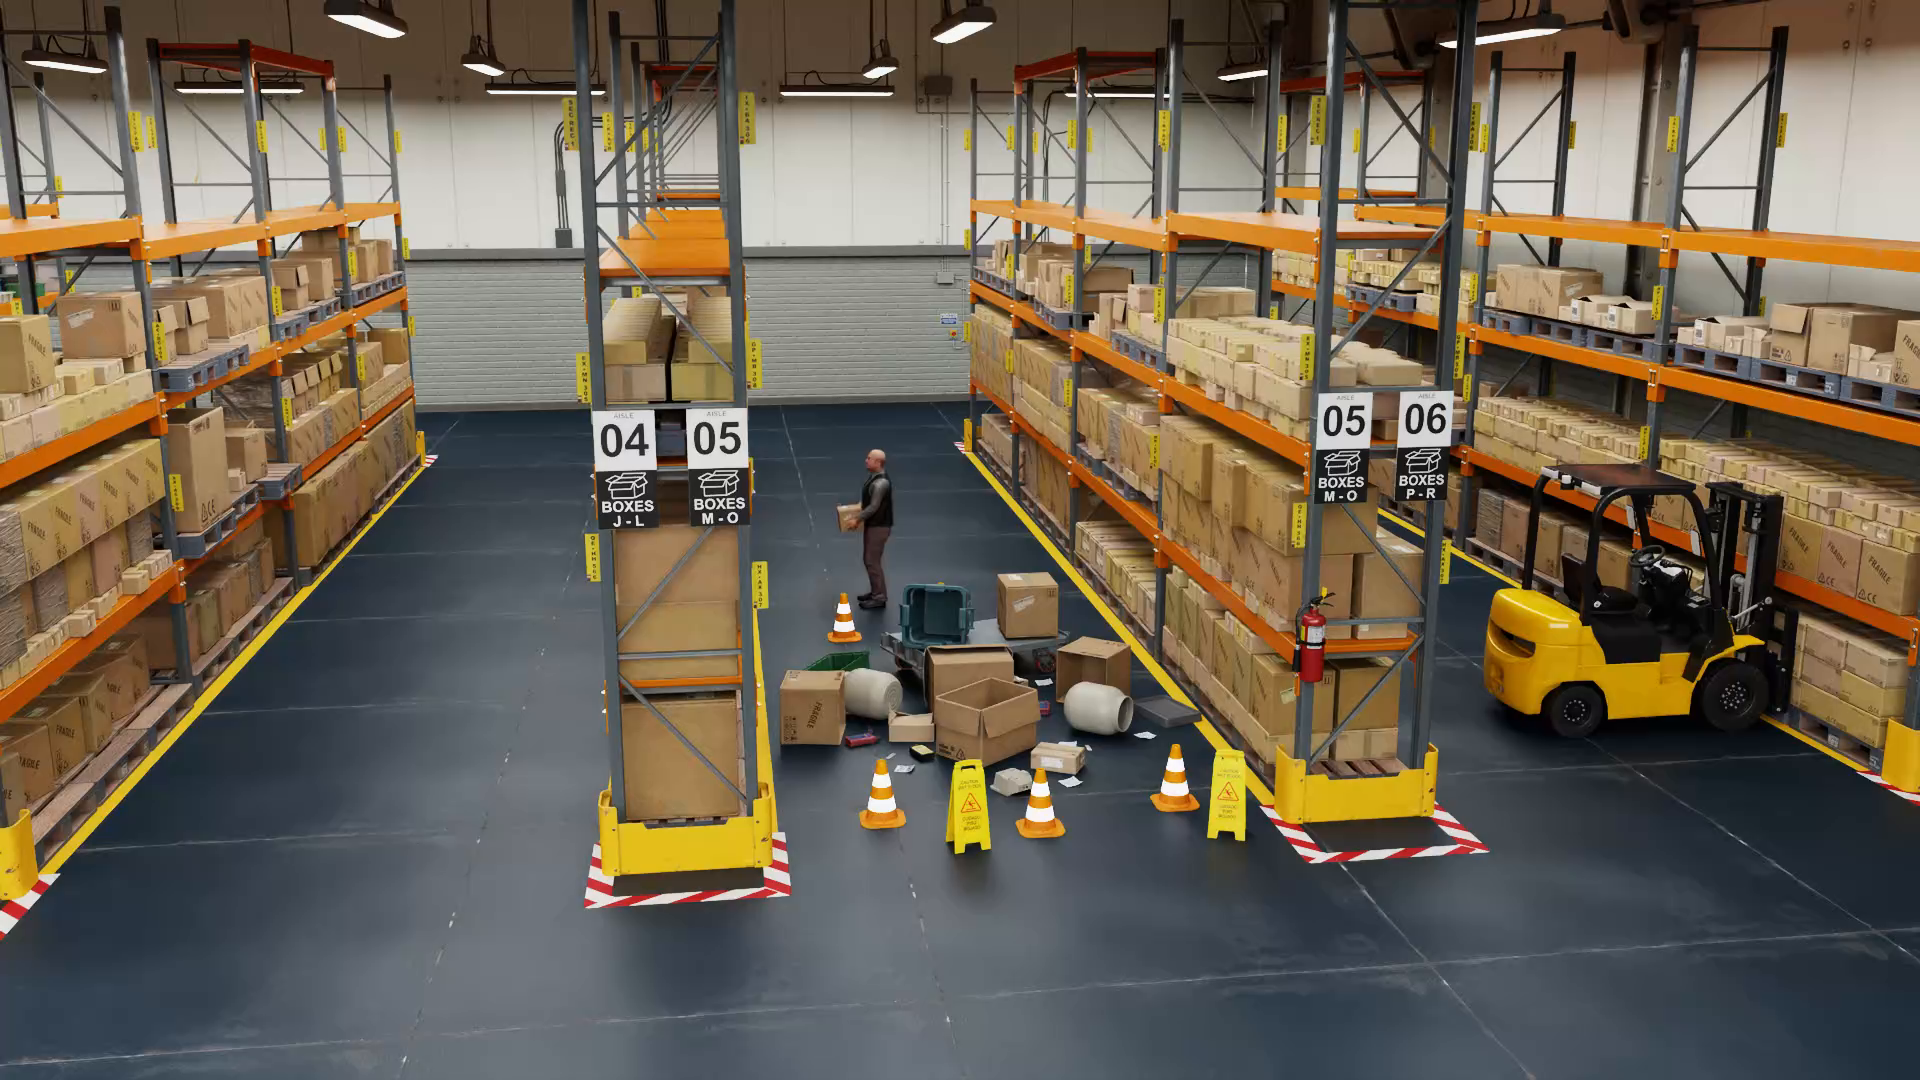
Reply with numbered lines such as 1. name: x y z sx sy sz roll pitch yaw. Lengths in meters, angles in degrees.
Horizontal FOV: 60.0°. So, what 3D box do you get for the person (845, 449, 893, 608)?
1. person: -1.000 -0.134 18.104 0.535 1.726 0.521 -2 13 -9
